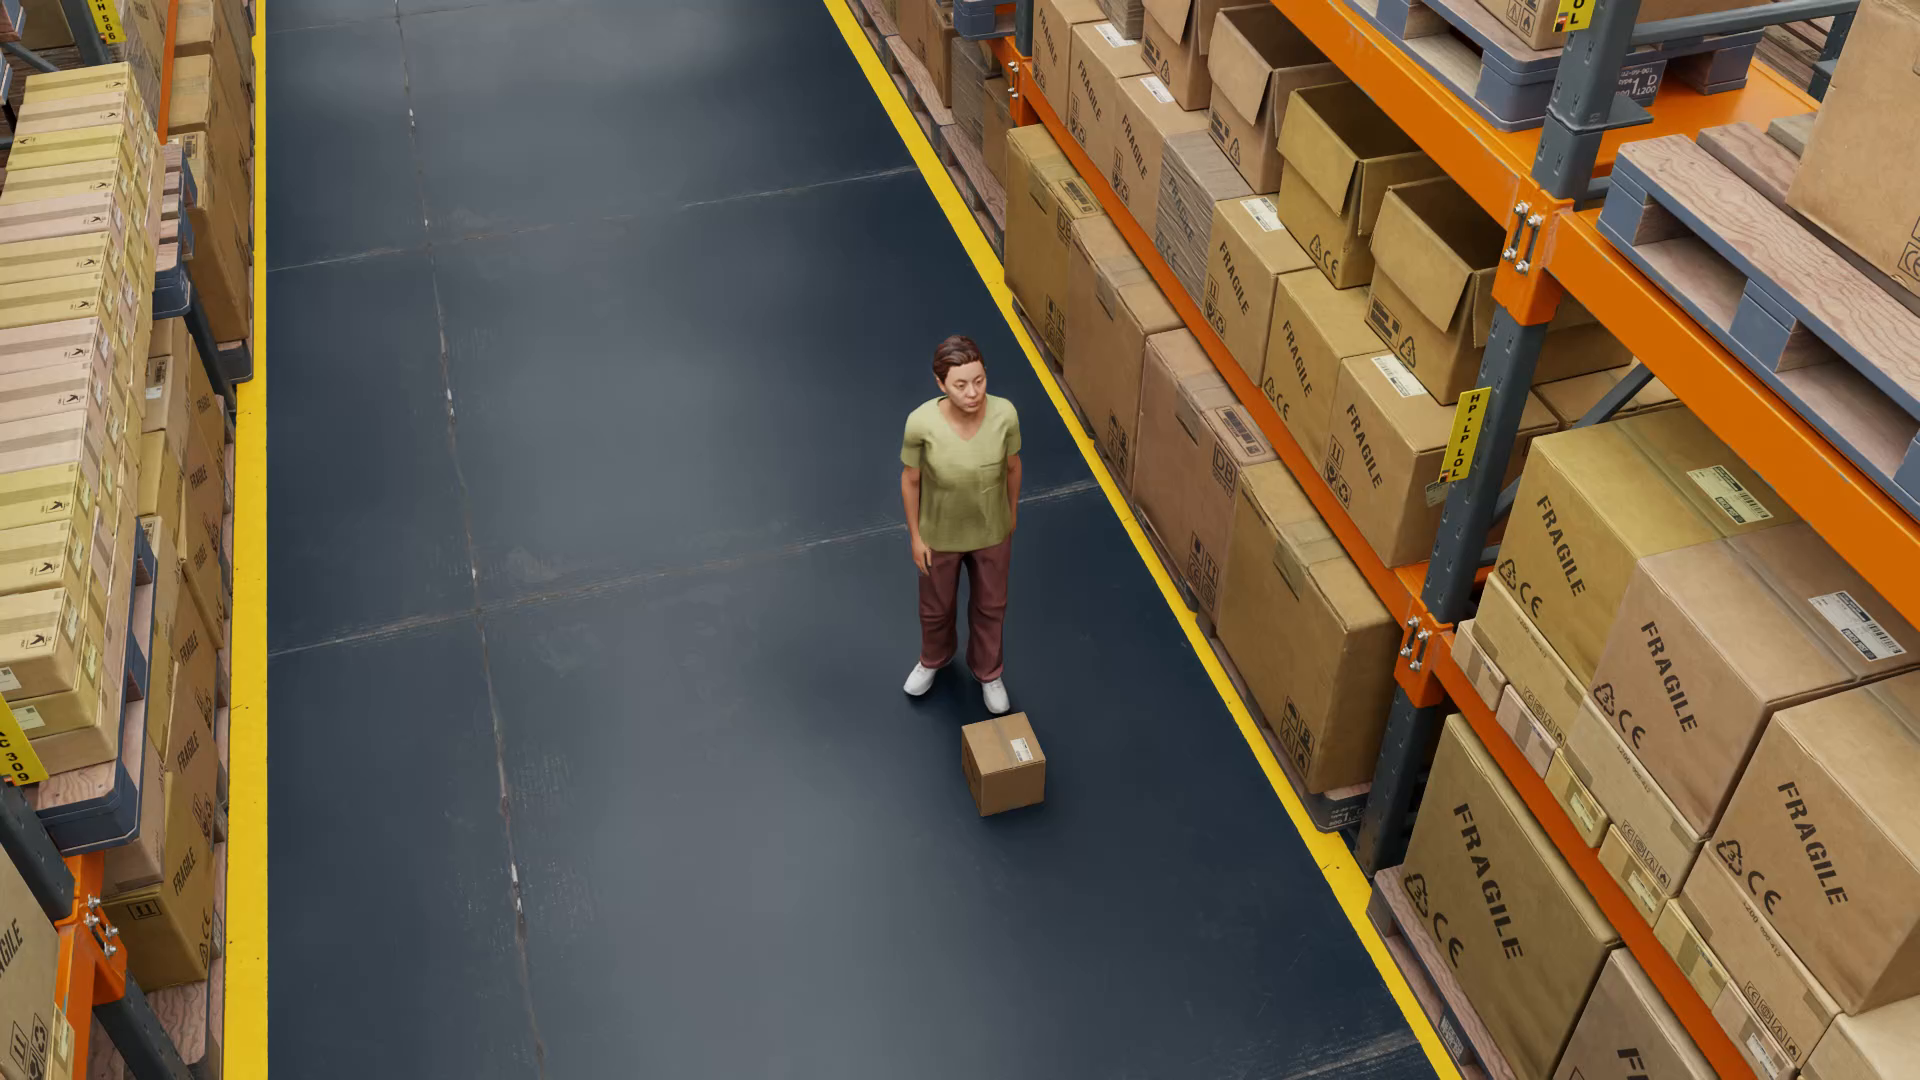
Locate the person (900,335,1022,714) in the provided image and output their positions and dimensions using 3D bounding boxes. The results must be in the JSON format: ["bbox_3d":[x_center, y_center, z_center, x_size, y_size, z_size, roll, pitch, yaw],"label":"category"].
[{"bbox_3d":[0.006,-0.029,6.167,0.470,1.671,0.403,-7,43,-7],"label":"person"}]
